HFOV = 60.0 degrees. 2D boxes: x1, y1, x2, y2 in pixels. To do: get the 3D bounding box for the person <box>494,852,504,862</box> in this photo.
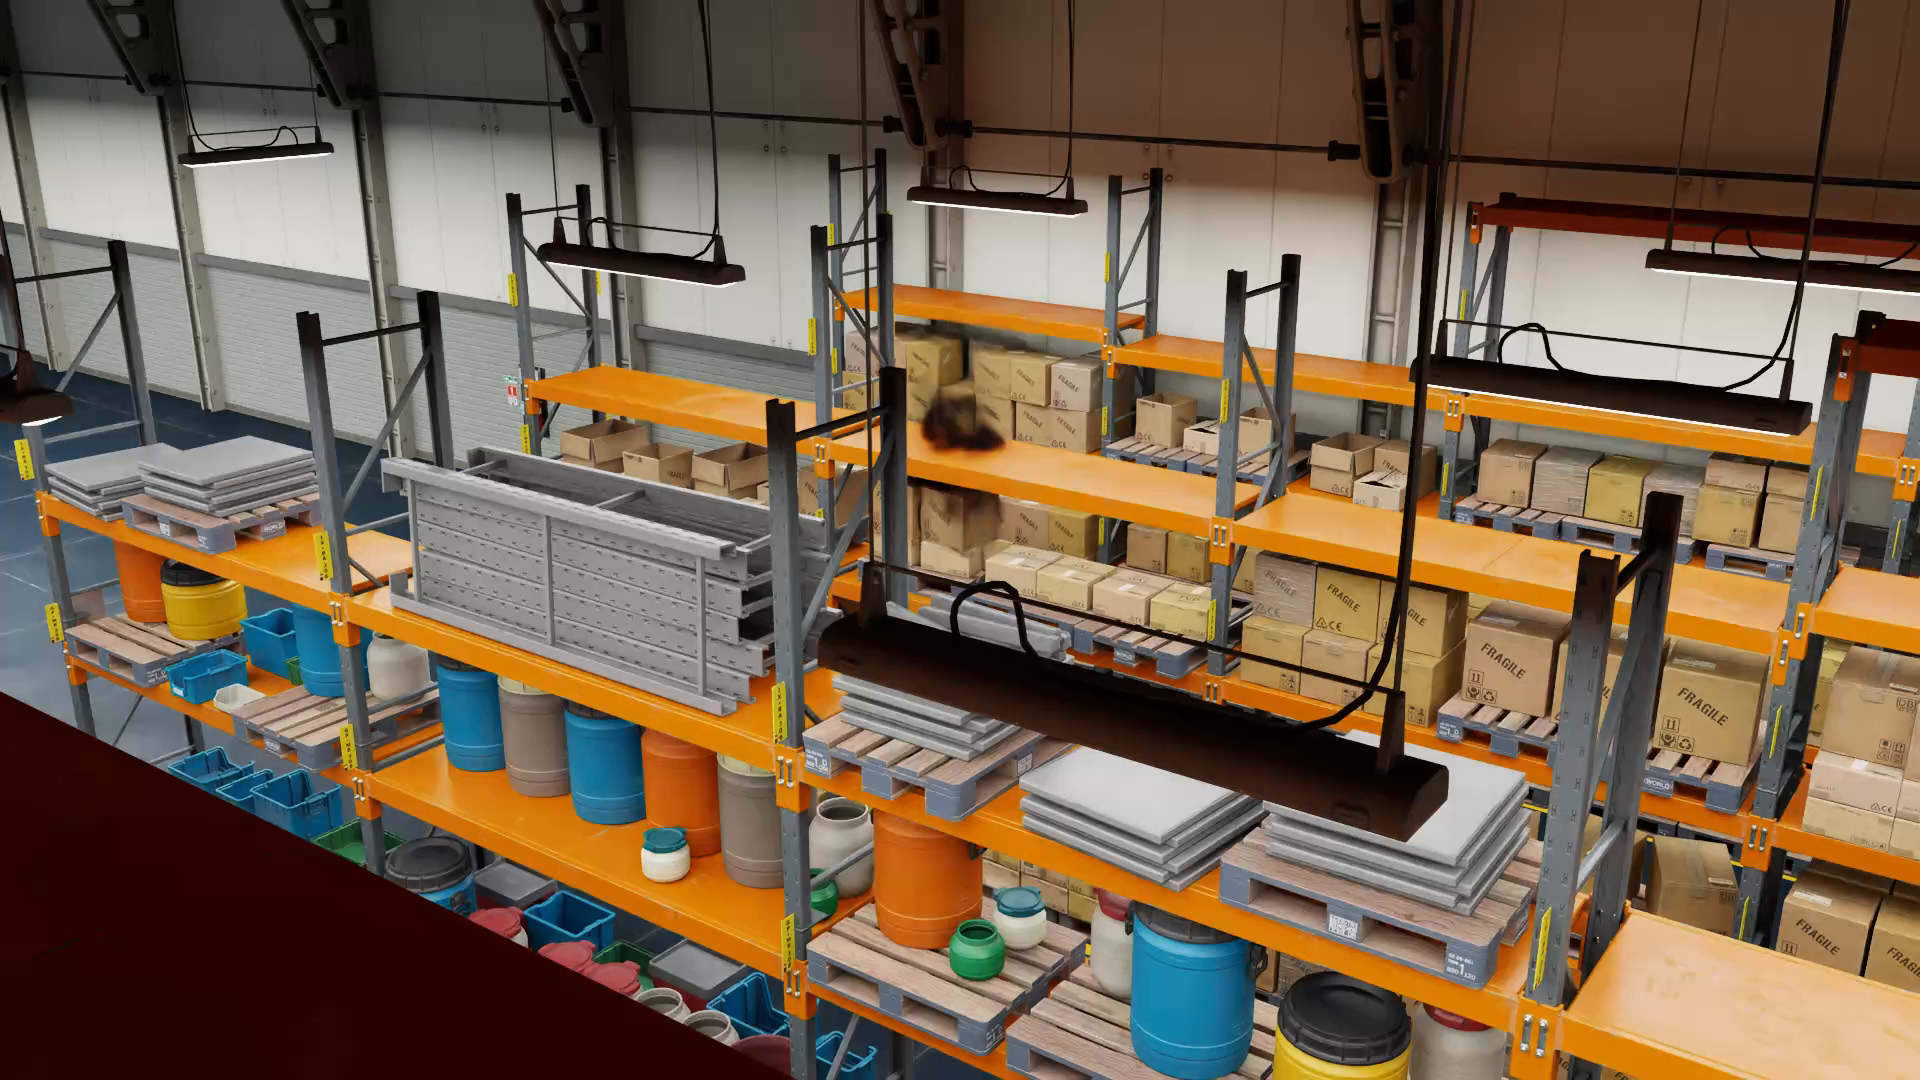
[{"bbox_3d":[-4.128,2.474,14.913,0.968,1.747,0.710,9,21,26],"label":"person"}]
